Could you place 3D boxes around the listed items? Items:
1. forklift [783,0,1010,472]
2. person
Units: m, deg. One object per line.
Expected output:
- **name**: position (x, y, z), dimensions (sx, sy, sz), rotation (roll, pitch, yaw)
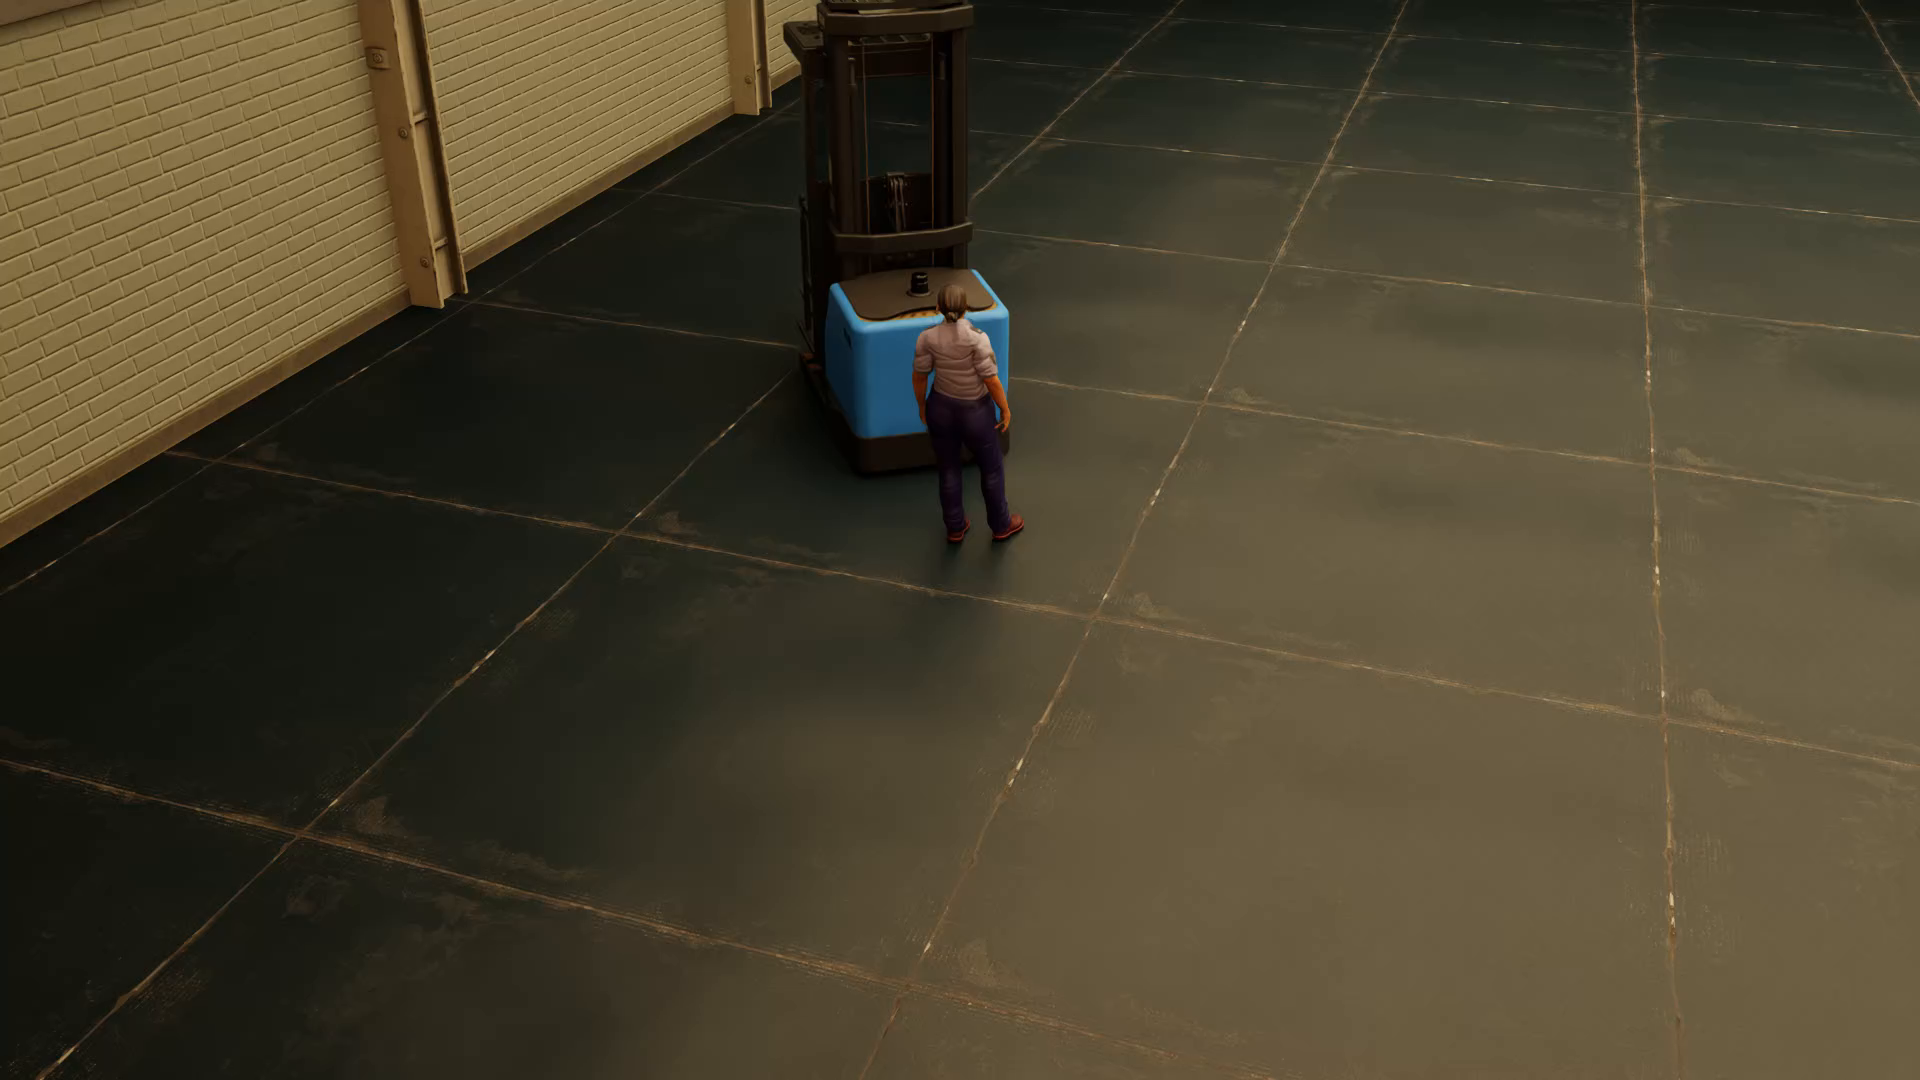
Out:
- **forklift**: position (-0.552, -2.428, 11.396), dimensions (1.130, 2.935, 3.031), rotation (-8, 31, -13)
- **person**: position (0.051, -0.757, 9.753), dimensions (0.598, 1.644, 0.502), rotation (10, 31, 16)
